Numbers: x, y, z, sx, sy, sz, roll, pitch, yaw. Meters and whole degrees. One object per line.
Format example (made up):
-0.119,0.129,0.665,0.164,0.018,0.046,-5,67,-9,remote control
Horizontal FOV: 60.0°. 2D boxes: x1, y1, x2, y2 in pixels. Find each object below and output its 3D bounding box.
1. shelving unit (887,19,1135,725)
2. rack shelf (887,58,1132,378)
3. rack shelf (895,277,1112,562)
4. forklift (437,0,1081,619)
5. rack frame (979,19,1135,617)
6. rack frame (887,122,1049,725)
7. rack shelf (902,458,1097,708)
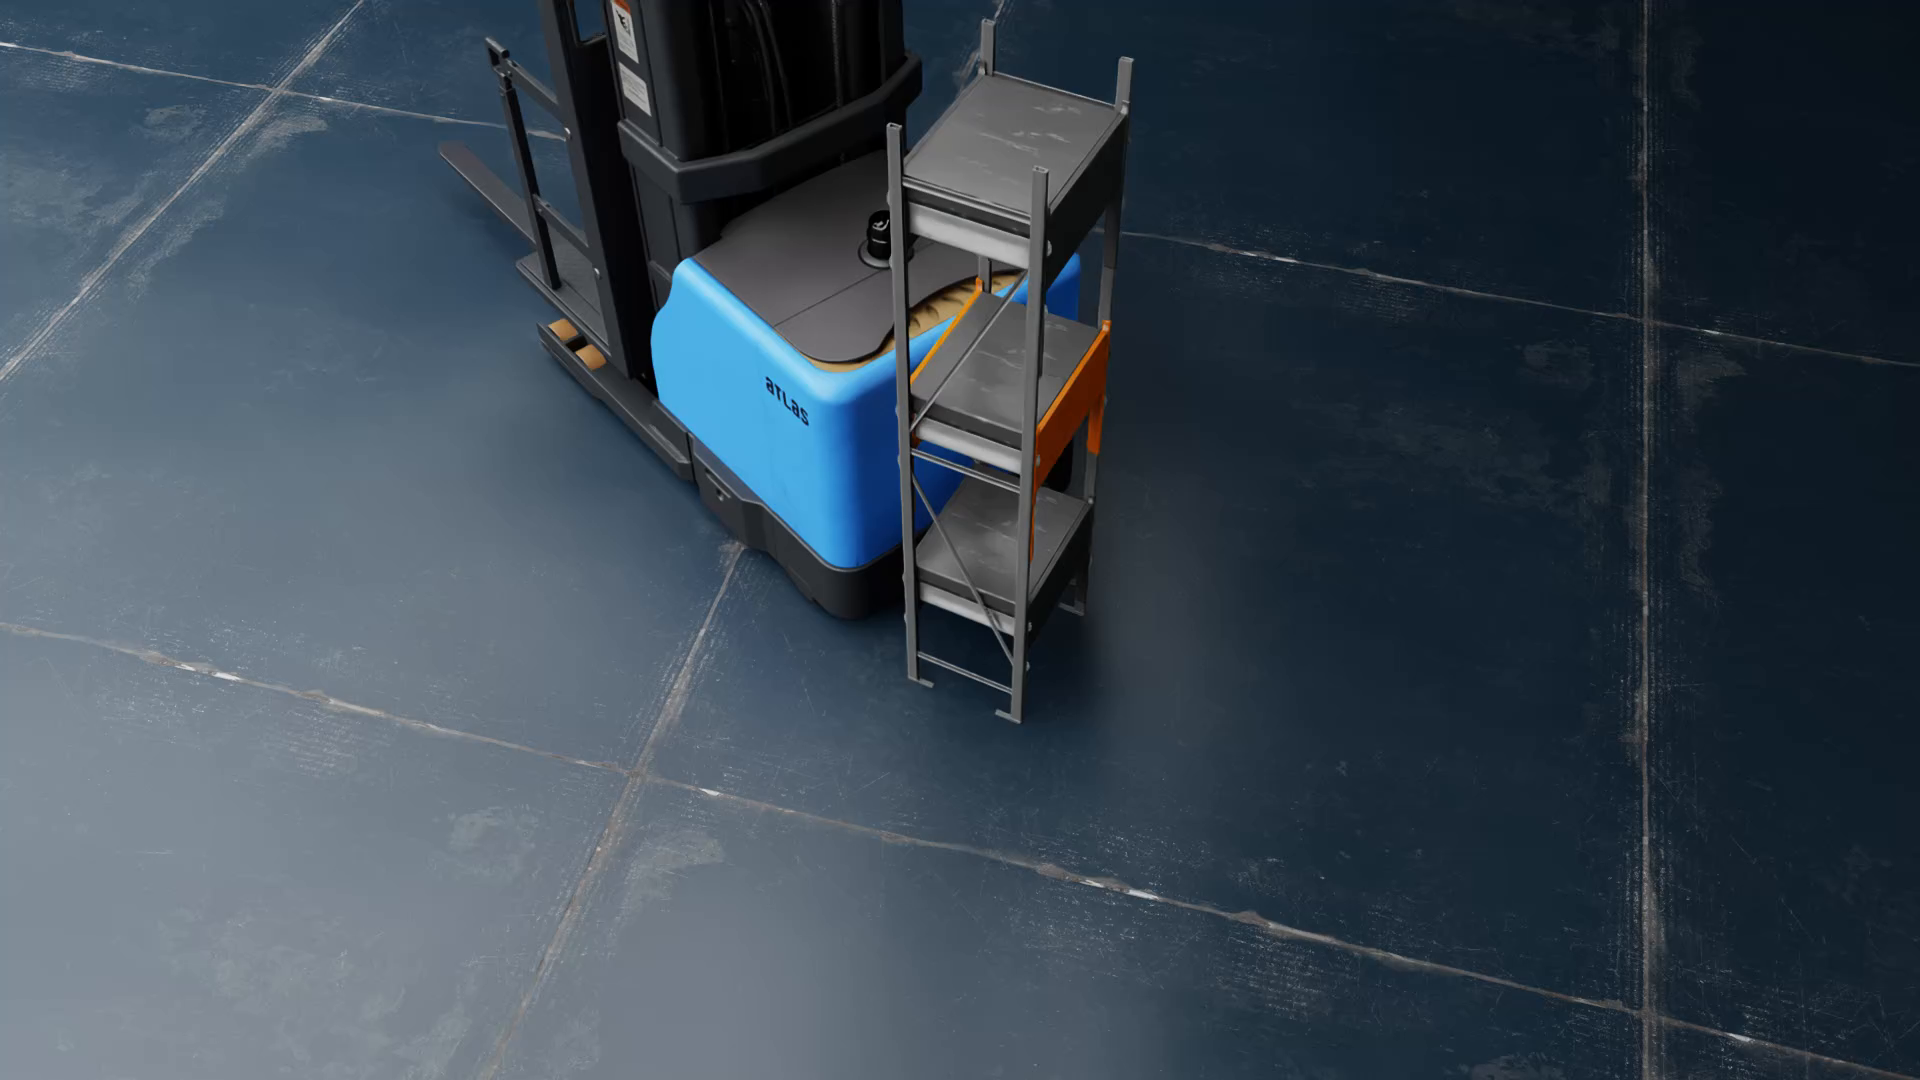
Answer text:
0.124,-0.348,4.657,0.431,2.100,0.503,21,52,17,shelving unit
0.124,-0.803,4.142,0.431,0.518,0.480,21,52,17,rack shelf
0.124,-0.339,4.667,0.431,0.518,0.480,21,52,17,rack shelf
-0.941,-1.753,5.342,1.130,2.935,3.031,-32,56,-25,forklift
0.234,-0.512,4.801,0.400,2.100,0.015,21,52,17,rack frame
0.015,-0.185,4.513,0.400,2.100,0.015,21,52,17,rack frame
0.124,0.124,5.192,0.431,0.518,0.480,21,52,17,rack shelf
